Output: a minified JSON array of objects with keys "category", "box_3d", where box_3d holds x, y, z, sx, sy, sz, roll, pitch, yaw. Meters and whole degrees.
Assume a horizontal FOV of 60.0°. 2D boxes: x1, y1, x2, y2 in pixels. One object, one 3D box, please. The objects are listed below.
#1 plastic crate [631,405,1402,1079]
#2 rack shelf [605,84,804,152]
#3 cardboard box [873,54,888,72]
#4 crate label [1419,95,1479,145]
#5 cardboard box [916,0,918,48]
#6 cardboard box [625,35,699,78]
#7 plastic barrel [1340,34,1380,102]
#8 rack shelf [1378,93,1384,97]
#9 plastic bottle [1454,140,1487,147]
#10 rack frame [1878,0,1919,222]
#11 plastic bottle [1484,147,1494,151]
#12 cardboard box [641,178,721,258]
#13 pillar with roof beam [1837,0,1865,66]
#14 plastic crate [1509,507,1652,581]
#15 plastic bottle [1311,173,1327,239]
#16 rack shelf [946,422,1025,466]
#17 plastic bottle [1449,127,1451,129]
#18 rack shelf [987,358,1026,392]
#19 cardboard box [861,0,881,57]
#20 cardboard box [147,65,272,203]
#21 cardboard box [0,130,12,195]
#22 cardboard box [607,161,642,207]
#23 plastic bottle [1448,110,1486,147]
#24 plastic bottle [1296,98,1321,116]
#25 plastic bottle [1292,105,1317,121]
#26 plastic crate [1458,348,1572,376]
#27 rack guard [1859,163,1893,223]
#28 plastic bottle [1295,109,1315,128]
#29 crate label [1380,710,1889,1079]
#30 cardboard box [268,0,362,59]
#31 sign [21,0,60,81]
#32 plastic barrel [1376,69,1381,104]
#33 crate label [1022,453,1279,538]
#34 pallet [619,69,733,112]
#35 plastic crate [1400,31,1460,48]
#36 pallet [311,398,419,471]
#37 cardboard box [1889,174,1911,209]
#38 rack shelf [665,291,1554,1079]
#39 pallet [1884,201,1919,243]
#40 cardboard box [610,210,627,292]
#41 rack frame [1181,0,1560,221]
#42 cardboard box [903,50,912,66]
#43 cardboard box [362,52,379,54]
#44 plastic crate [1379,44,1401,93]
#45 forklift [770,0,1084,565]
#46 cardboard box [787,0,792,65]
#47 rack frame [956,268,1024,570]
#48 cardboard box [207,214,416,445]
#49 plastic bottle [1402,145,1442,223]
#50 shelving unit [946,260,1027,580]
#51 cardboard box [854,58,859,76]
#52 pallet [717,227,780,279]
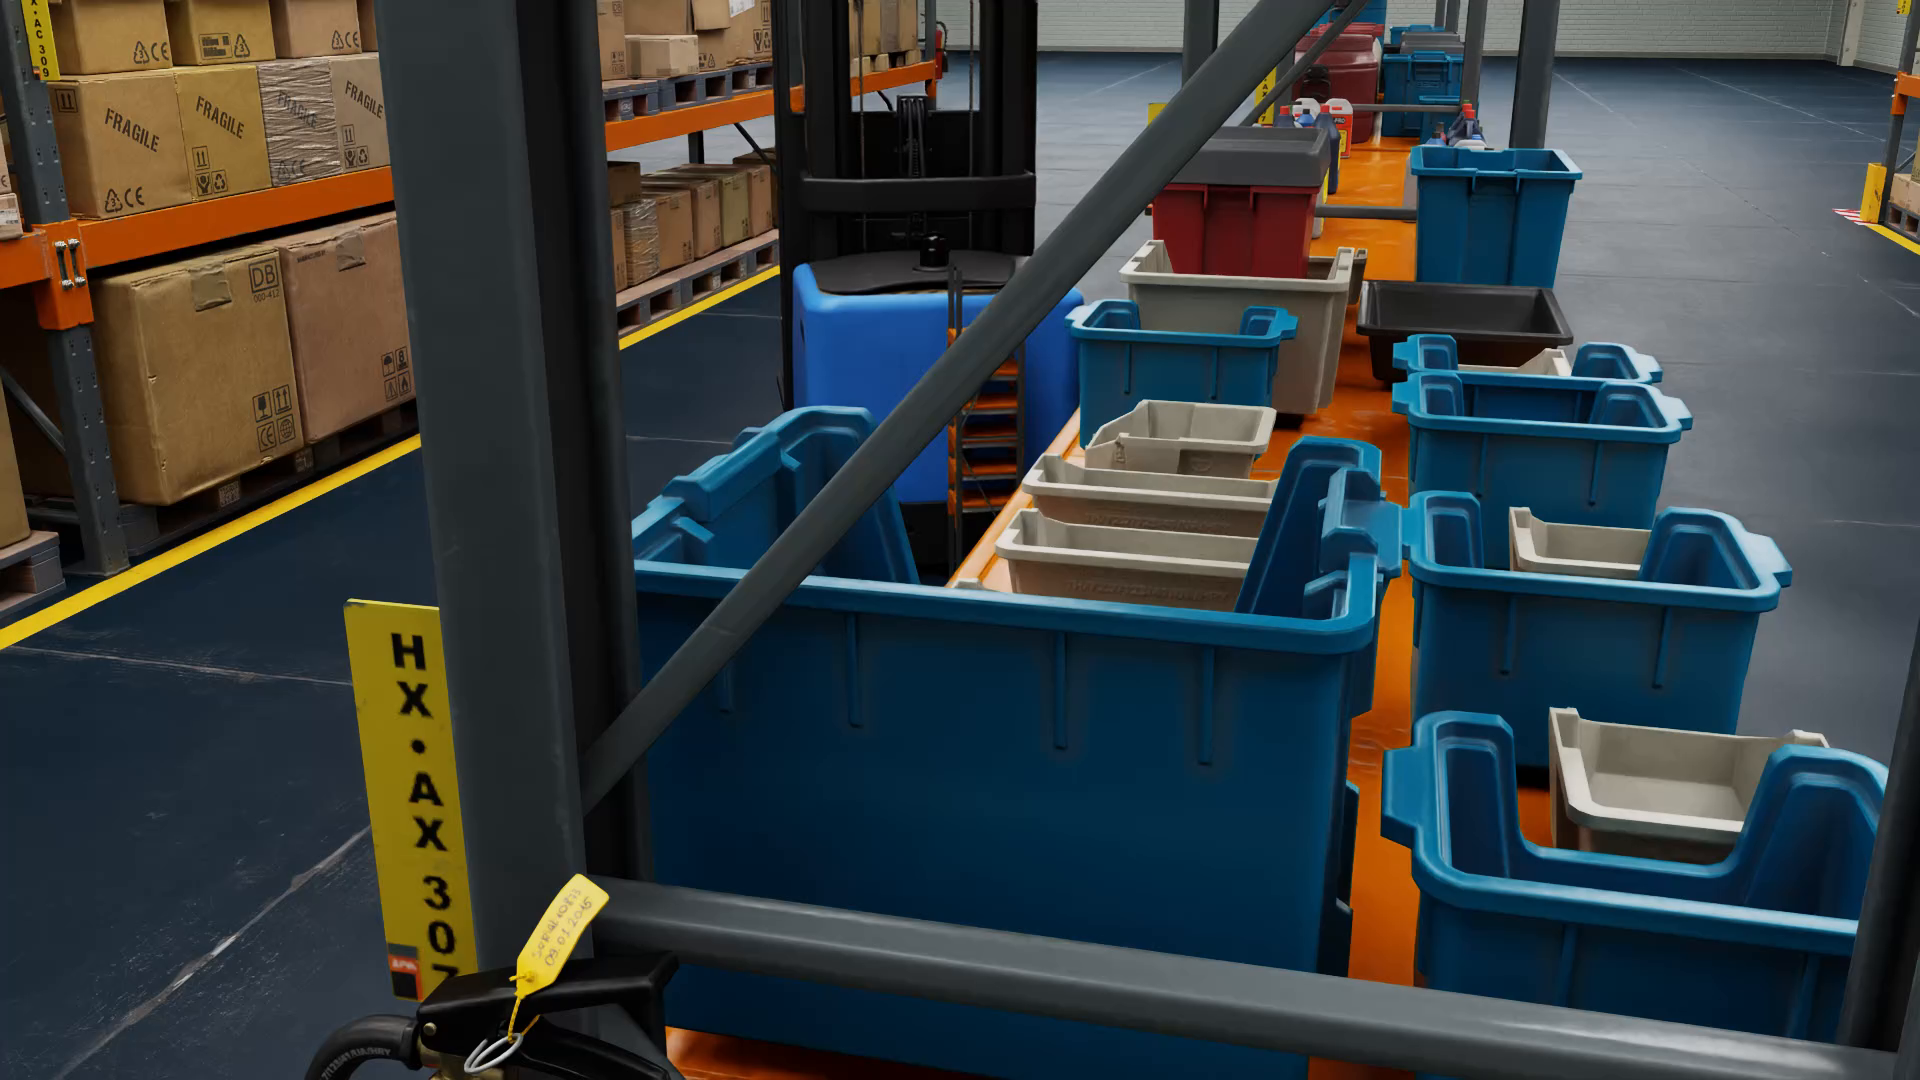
[{"category":"plastic crate","box_3d":[0.054,0.150,1.459,0.616,0.435,0.499,5,19,13]},{"category":"rack shelf","box_3d":[-2.206,-2.870,11.562,1.077,0.370,4.000,5,19,13]},{"category":"cardboard box","box_3d":[-0.875,-4.388,15.282,0.380,0.149,0.250,5,19,13]},{"category":"crate label","box_3d":[2.574,-2.215,8.792,0.303,0.233,0.416,5,19,13]},{"category":"cardboard box","box_3d":[-0.902,-5.109,16.389,0.875,0.500,0.500,5,19,13]},{"category":"cardboard box","box_3d":[-2.063,-3.218,11.051,0.500,0.250,0.500,4,19,12]},{"category":"plastic barrel","box_3d":[2.255,-2.716,9.827,0.421,0.512,0.421,0,19,0]},{"category":"rack shelf","box_3d":[3.574,-3.732,14.087,1.077,0.370,4.000,5,19,13]},{"category":"plastic bottle","box_3d":[1.896,-1.358,6.214,0.152,0.276,0.135,5,19,13]},{"category":"rack frame","box_3d":[8.865,-4.307,14.657,1.000,3.000,0.127,5,19,13]},{"category":"plastic bottle","box_3d":[1.851,-1.243,5.866,0.061,0.283,0.133,5,19,13]},{"category":"cardboard box","box_3d":[-2.160,-2.348,12.108,0.700,0.500,0.500,3,19,9]},{"category":"pillar with roof beam","box_3d":[17.492,-16.211,40.228,9.100,9.000,0.400,5,19,13]},{"category":"plastic crate","box_3d":[0.857,0.054,2.205,0.250,0.136,0.298,5,19,13]},{"category":"plastic bottle","box_3d":[1.177,-1.218,5.688,0.144,0.351,0.185,5,19,13]},{"category":"rack shelf","box_3d":[0.092,-0.346,5.981,0.258,0.103,0.180,-3,19,-8]},{"category":"plastic bottle","box_3d":[2.377,-1.903,7.926,0.097,0.201,0.097,0,19,0]},{"category":"rack shelf","box_3d":[0.092,-0.573,5.904,0.258,0.103,0.180,-3,19,-8]},{"category":"cardboard box","box_3d":[-1.205,-4.633,14.997,0.875,0.500,0.500,5,19,13]},{"category":"cardboard box","box_3d":[-3.196,-1.659,6.749,0.500,0.500,0.500,5,19,13]},{"category":"cardboard box","box_3d":[-3.526,-1.240,5.450,0.500,0.250,0.500,4,19,12]},{"category":"cardboard box","box_3d":[-2.441,-2.343,10.933,0.500,0.250,0.500,7,20,20]},{"category":"plastic bottle","box_3d":[1.986,-1.504,6.526,0.144,0.351,0.185,5,19,13]},{"category":"plastic bottle","box_3d":[1.689,-2.023,8.163,0.152,0.276,0.135,5,19,13]},{"category":"plastic bottle","box_3d":[1.576,-1.878,7.738,0.152,0.276,0.135,5,19,13]},{"category":"plastic crate","box_3d":[0.996,-0.273,3.160,0.293,0.136,0.466,5,19,13]},{"category":"rack guard","box_3d":[8.870,-3.132,15.083,1.175,0.500,0.348,5,19,13]},{"category":"plastic bottle","box_3d":[1.580,-1.837,7.625,0.097,0.271,0.097,0,19,0]},{"category":"crate label","box_3d":[0.533,0.315,1.292,0.416,0.233,0.303,5,19,13]},{"category":"cardboard box","box_3d":[-3.209,-2.463,7.550,0.797,0.503,0.637,5,20,15]},{"category":"sign","box_3d":[-3.134,-1.733,5.660,0.100,0.325,0.005,5,19,13]},{"category":"plastic barrel","box_3d":[2.613,-2.978,10.979,0.301,0.262,0.301,0,19,0]},{"category":"crate label","box_3d":[0.306,-0.037,2.471,0.396,0.136,0.243,5,19,13]},{"category":"pallet","box_3d":[-2.251,-3.116,11.467,1.003,0.211,1.213,5,19,13]},{"category":"plastic crate","box_3d":[3.263,-3.300,11.610,0.402,0.464,0.583,5,19,13]},{"category":"pallet","box_3d":[-3.261,-0.641,8.239,1.003,0.211,1.213,5,19,13]},{"category":"cardboard box","box_3d":[8.518,-3.054,14.593,0.500,0.250,0.500,5,19,13]},{"category":"rack shelf","box_3d":[0.642,0.029,3.075,1.077,0.370,4.000,5,19,13]},{"category":"pallet","box_3d":[8.718,-2.745,14.397,1.003,0.211,1.213,5,19,13]},{"category":"cardboard box","box_3d":[-2.551,-1.820,10.563,0.700,0.500,0.500,4,19,10]},{"category":"rack frame","box_3d":[1.130,-0.938,4.794,1.000,3.000,0.127,5,19,13]},{"category":"cardboard box","box_3d":[-0.683,-4.706,16.212,0.380,0.149,0.250,5,19,13]},{"category":"cardboard box","box_3d":[-2.827,-2.138,8.150,0.500,0.500,0.500,4,19,12]},{"category":"plastic crate","box_3d":[3.336,-3.571,12.597,0.767,0.338,0.504,5,19,13]},{"category":"forklift","box_3d":[-0.263,-1.717,7.179,1.130,2.935,3.031,-3,19,-8]},{"category":"cardboard box","box_3d":[-1.548,-4.161,13.615,0.875,0.500,0.500,5,19,13]},{"category":"rack frame","box_3d":[0.105,-0.359,5.881,0.240,1.200,0.006,-3,19,-8]},{"category":"cardboard box","box_3d":[-3.318,-1.005,7.627,1.225,0.875,0.875,4,19,11]},{"category":"plastic bottle","box_3d":[1.692,-1.297,6.036,0.152,0.276,0.135,5,19,13]},{"category":"shelving unit","box_3d":[0.092,-0.388,5.967,0.258,1.200,0.189,-3,19,-8]},{"category":"cardboard box","box_3d":[-1.092,-4.156,14.602,0.380,0.149,0.250,5,19,13]},{"category":"pallet","box_3d":[-1.907,-2.273,13.017,1.003,0.211,1.213,5,19,13]}]
